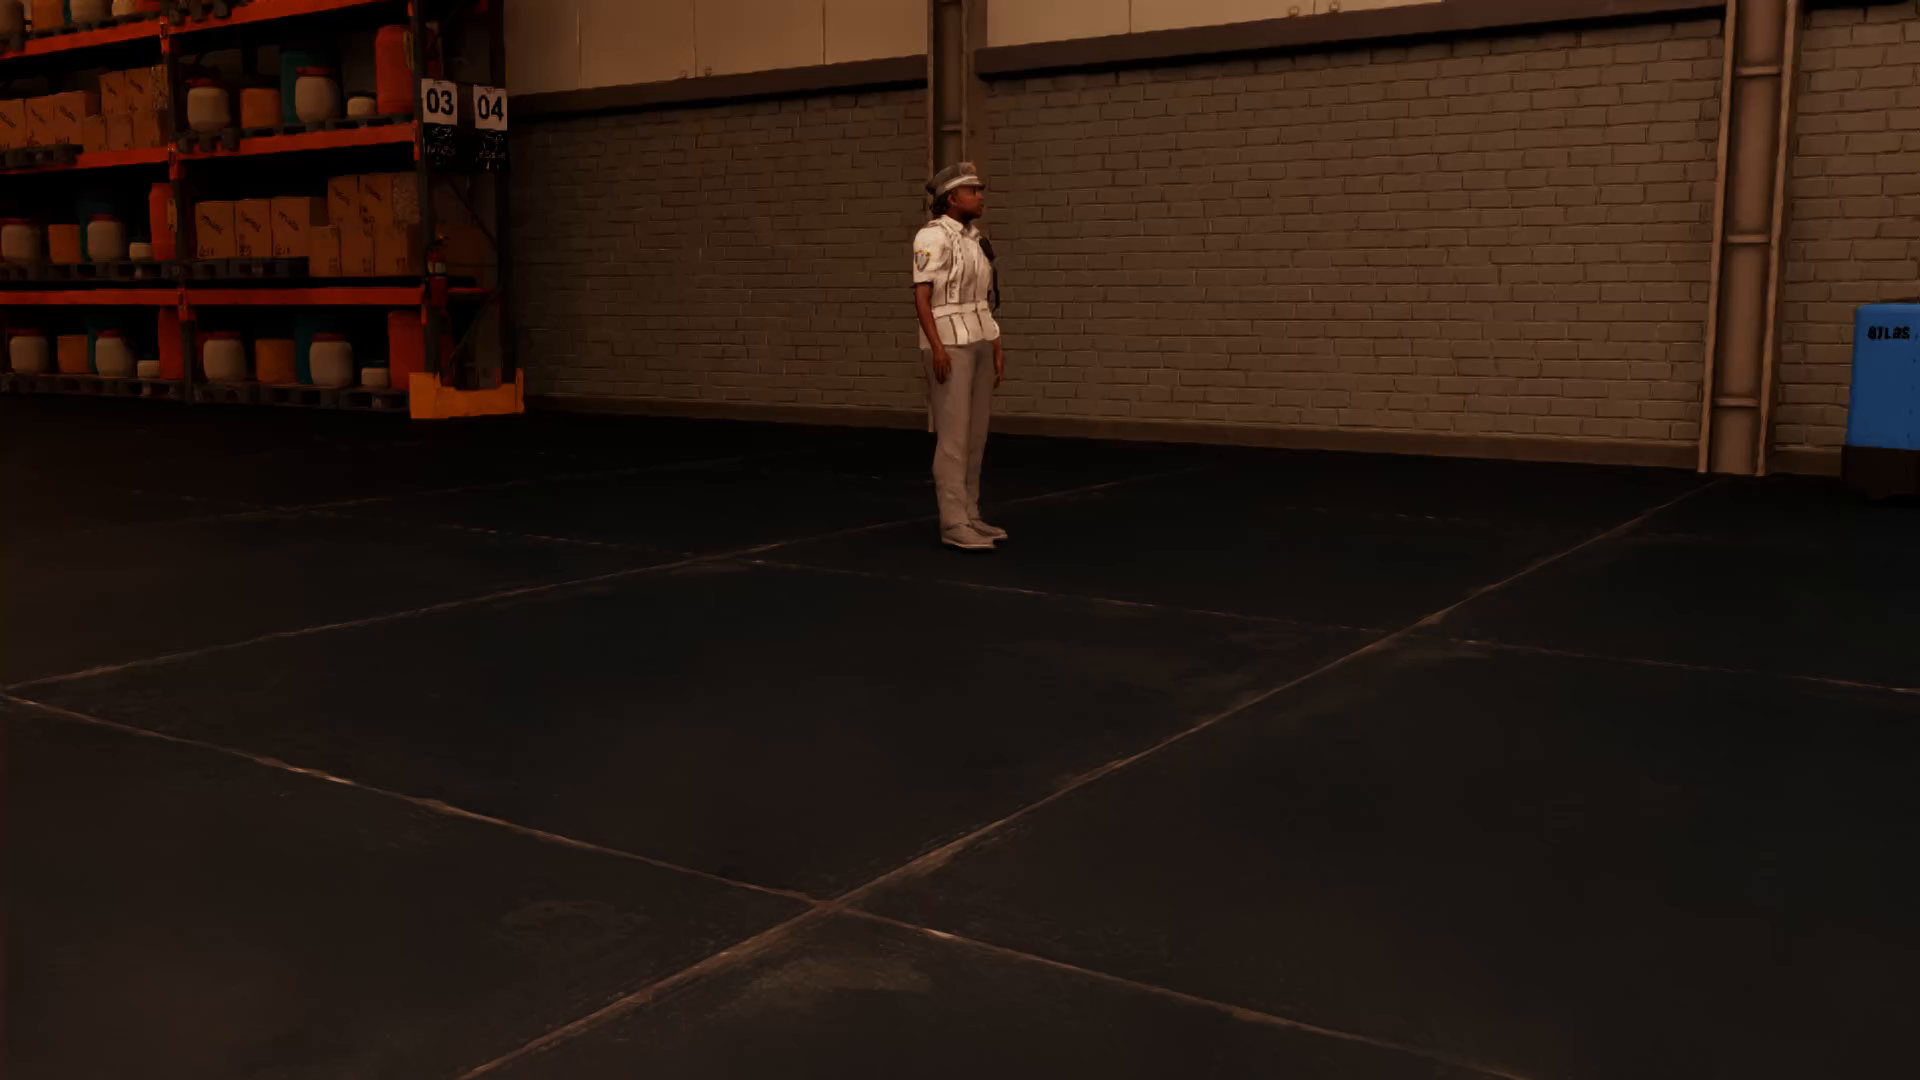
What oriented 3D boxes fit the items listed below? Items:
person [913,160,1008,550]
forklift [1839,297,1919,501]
[{"bbox_3d":[0.051,-0.839,7.426,0.529,1.695,0.570,5,10,34],"label":"person"},{"bbox_3d":[6.066,-1.531,7.958,1.130,2.935,3.031,-6,10,-36],"label":"forklift"}]
